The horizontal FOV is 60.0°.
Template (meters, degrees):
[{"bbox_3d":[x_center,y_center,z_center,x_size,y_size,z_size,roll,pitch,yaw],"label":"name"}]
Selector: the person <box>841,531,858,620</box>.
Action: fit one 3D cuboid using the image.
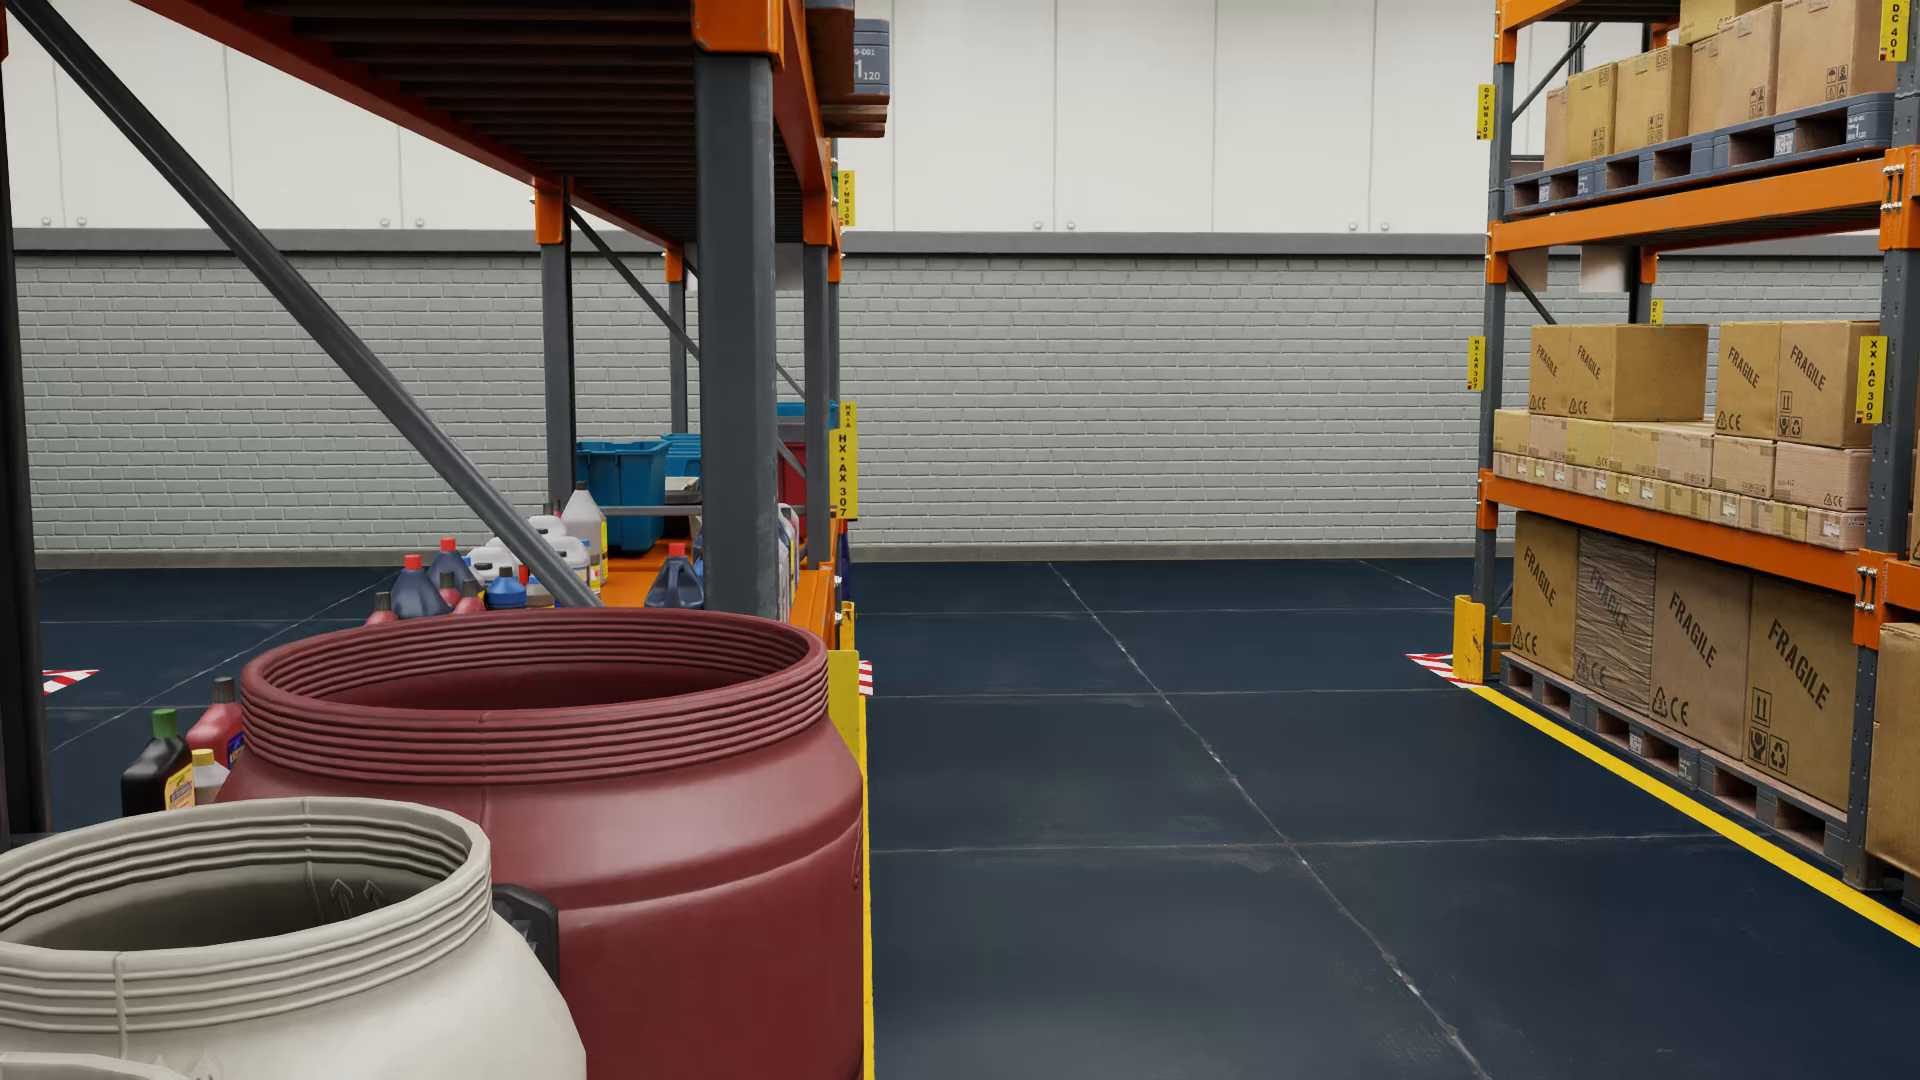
[{"bbox_3d":[-1.034,-0.199,12.464,0.483,1.641,0.486,2,7,14],"label":"person"}]
